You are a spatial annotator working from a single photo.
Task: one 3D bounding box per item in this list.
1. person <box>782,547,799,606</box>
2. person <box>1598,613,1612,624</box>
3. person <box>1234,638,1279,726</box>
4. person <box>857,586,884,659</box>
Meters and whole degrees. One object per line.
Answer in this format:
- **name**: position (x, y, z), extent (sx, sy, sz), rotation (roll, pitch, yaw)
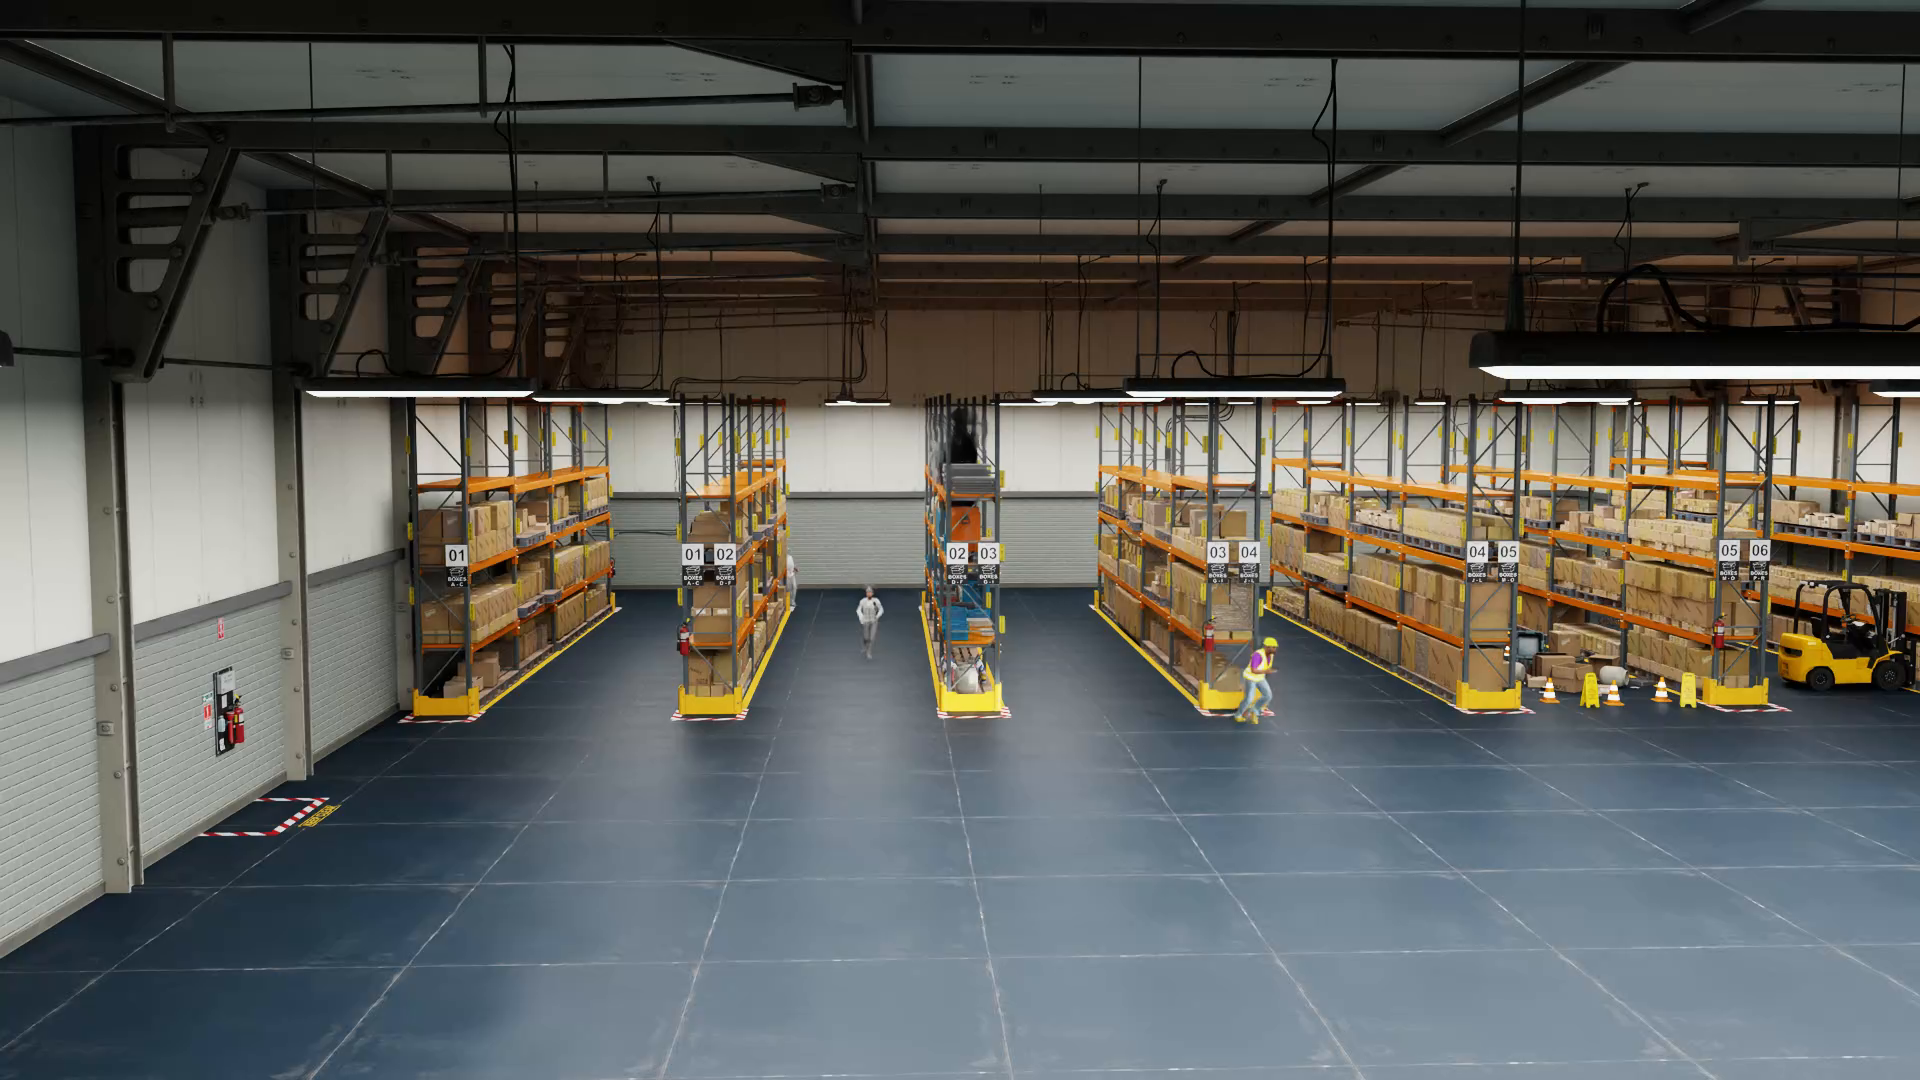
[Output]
- **person**: position (-5.071, 1.054, 48.462), extent (0.696, 1.726, 0.742), rotation (4, 6, 40)
- **person**: position (17.057, 1.428, 44.128), extent (0.590, 1.607, 0.584), rotation (-2, 5, -19)
- **person**: position (5.384, 2.544, 30.019), extent (0.939, 1.630, 0.733), rotation (4, 6, 44)
- **person**: position (-2.054, 1.885, 38.211), extent (0.609, 1.671, 0.566), rotation (0, 5, -3)
